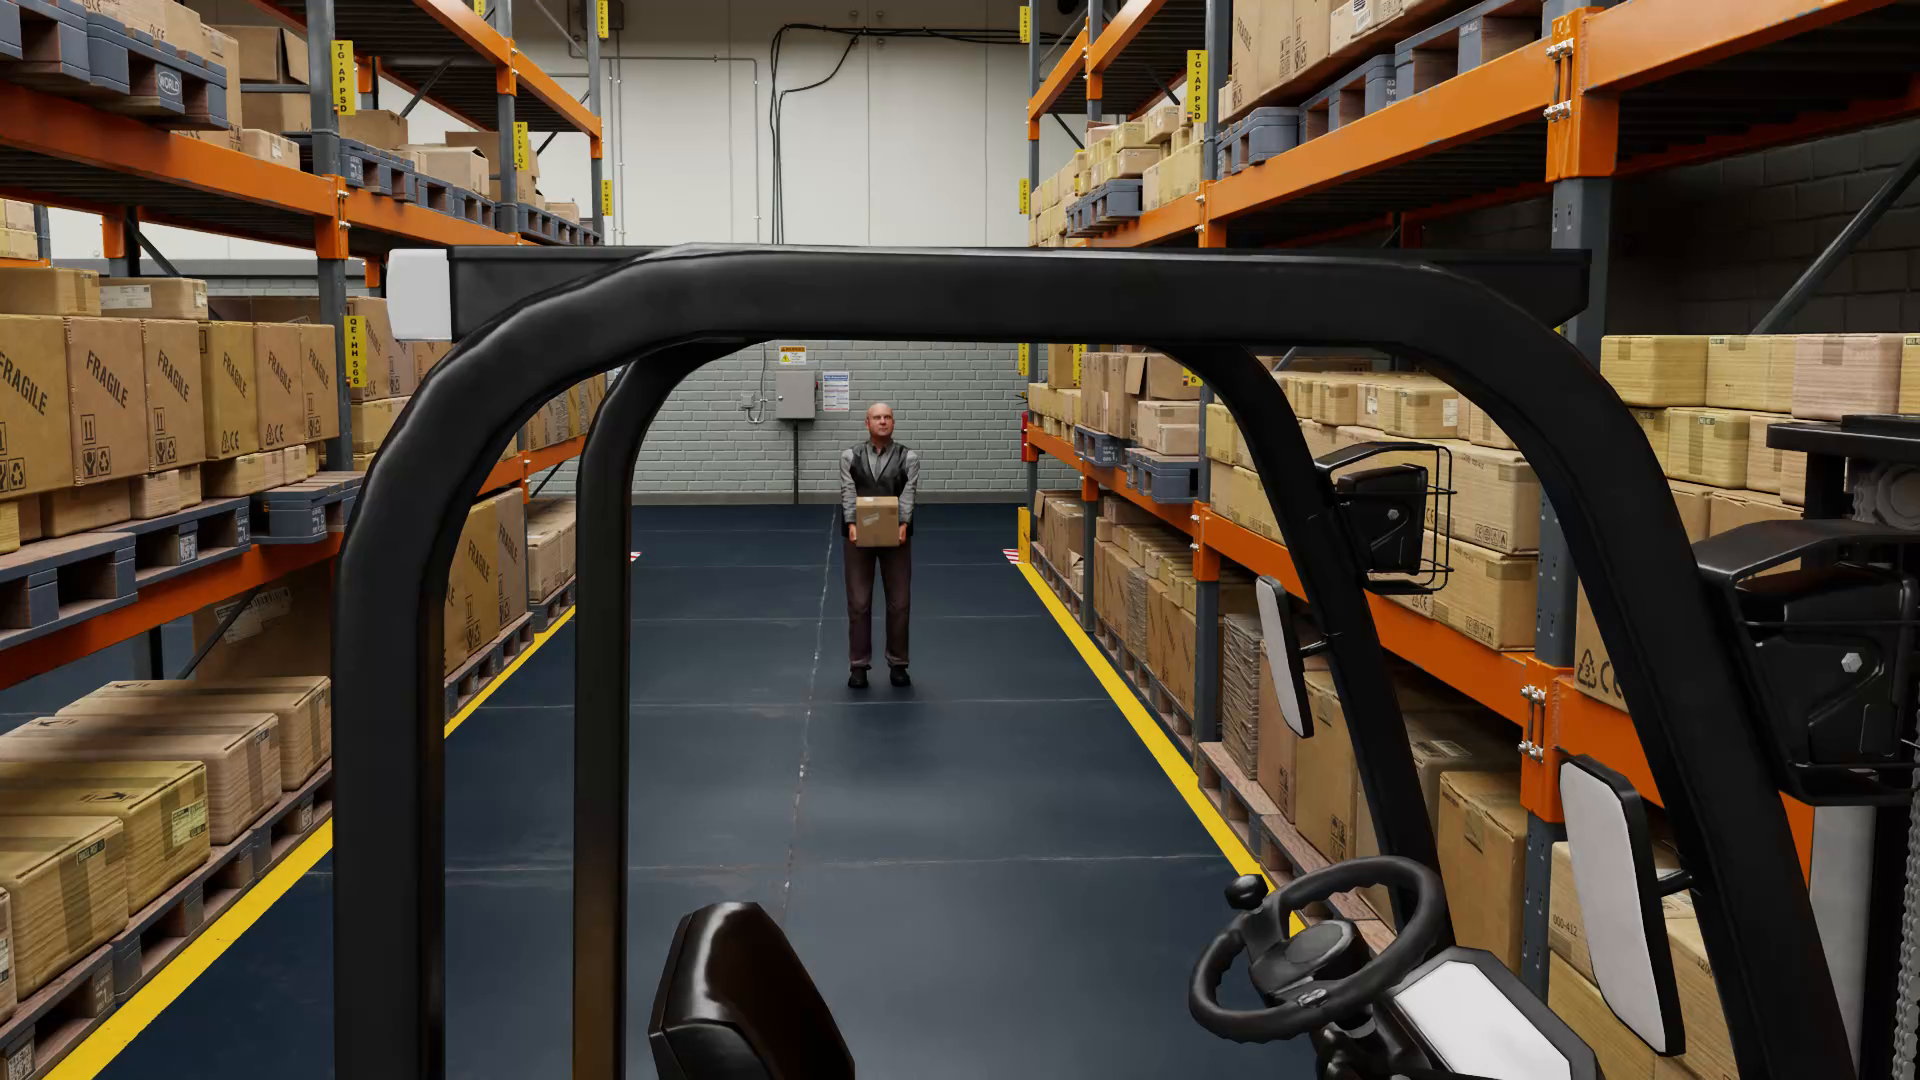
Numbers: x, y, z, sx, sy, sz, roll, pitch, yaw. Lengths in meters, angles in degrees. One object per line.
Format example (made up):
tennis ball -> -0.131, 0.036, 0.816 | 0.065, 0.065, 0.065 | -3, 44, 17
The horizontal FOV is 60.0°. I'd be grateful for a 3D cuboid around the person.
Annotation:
person -> -0.486, 0.031, 10.123 | 0.494, 1.711, 0.551 | 0, 7, -3
